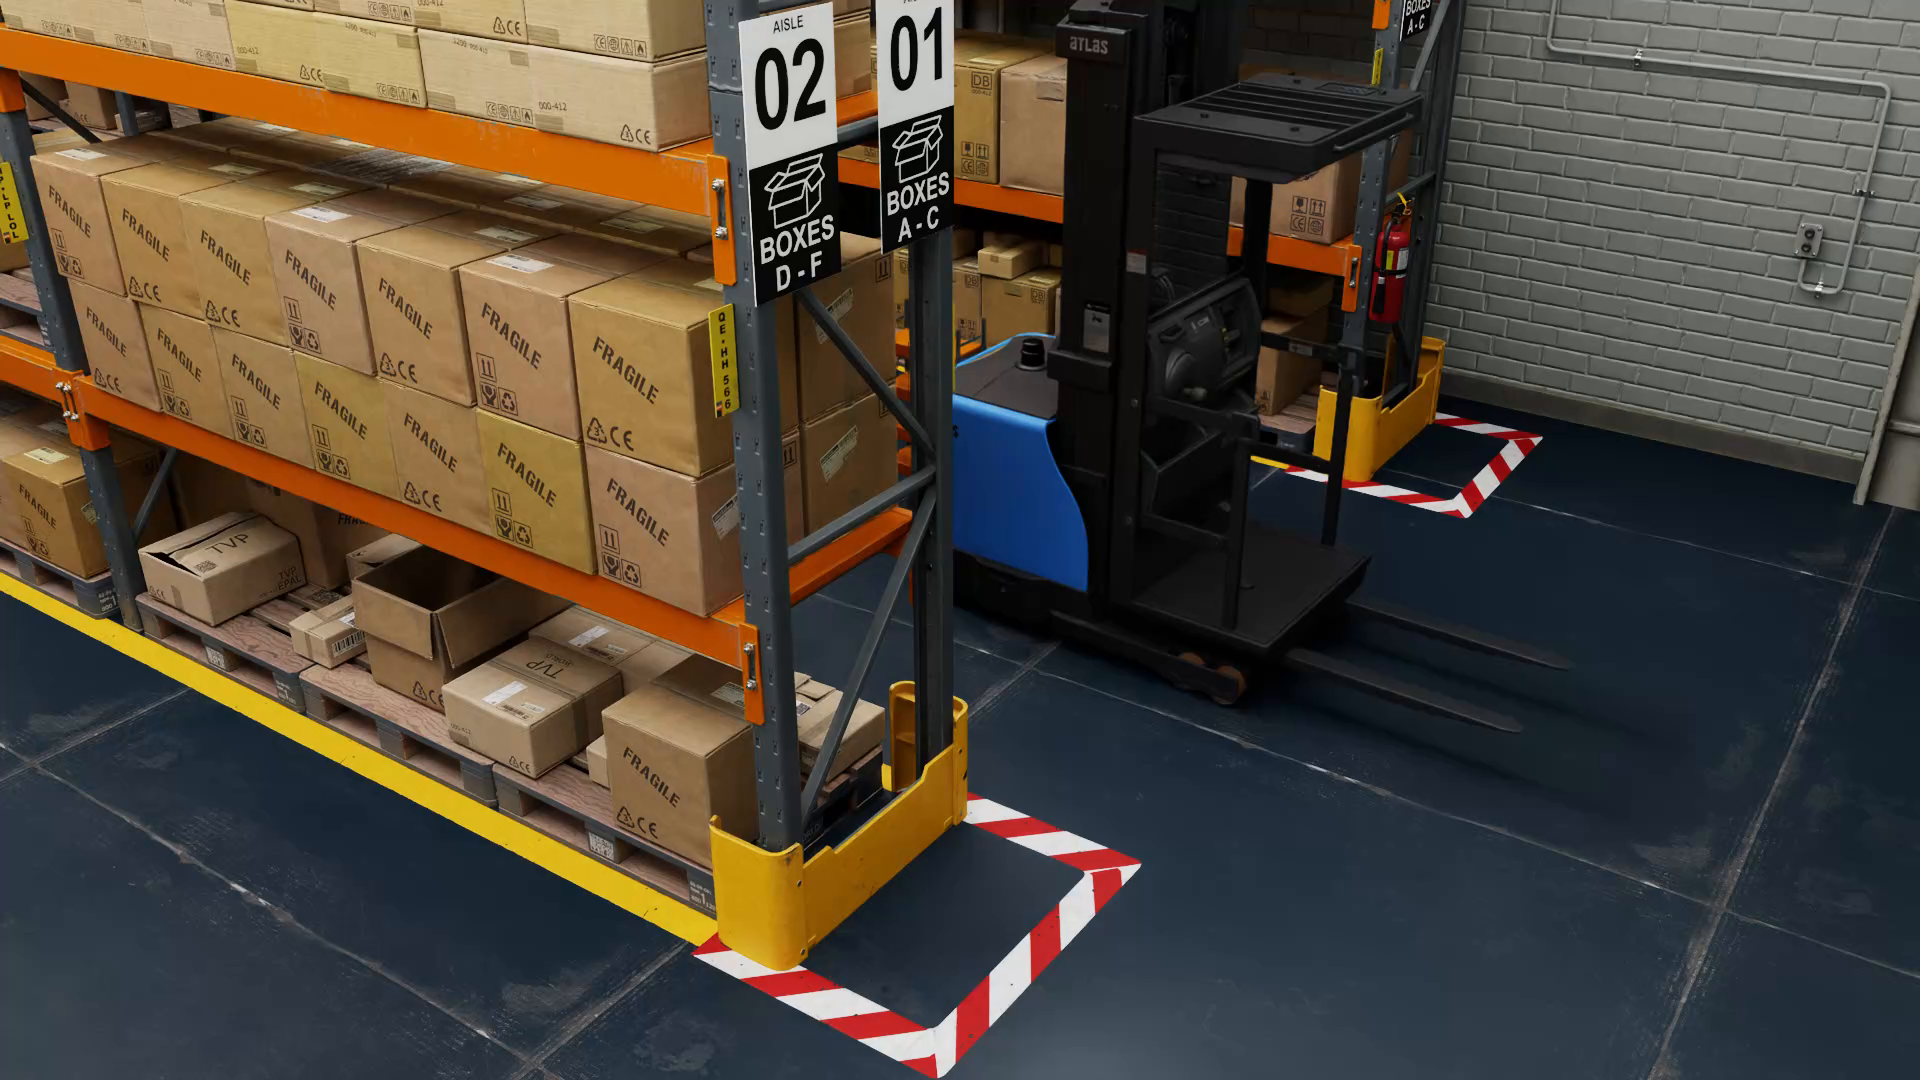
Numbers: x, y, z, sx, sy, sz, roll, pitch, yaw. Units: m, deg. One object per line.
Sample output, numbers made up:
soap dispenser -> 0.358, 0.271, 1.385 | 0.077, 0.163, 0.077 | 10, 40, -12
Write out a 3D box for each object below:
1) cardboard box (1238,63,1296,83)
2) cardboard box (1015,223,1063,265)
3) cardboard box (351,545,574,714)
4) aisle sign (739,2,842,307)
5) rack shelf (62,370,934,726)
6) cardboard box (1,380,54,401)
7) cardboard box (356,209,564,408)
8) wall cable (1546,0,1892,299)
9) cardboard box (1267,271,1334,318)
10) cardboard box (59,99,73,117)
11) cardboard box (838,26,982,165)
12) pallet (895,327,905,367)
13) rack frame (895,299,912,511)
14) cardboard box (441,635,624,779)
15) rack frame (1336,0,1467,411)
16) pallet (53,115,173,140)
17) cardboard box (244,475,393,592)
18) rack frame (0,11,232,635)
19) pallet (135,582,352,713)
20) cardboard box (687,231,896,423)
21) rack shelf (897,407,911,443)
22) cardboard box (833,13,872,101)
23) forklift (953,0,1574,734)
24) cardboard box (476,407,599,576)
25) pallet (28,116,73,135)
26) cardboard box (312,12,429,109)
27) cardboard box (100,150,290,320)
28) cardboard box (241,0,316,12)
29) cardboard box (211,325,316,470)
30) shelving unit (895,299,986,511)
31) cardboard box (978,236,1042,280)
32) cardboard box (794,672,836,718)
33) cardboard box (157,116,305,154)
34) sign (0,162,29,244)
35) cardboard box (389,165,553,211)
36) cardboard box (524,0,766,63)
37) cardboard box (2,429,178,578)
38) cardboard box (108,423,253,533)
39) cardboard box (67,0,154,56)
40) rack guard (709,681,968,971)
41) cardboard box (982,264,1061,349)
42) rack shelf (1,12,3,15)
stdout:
cardboard box -> 1.414, -2.362, 9.753 | 0.700, 0.700, 0.980 | 17, 32, 30
cardboard box -> 0.561, -1.921, 10.796 | 0.250, 0.149, 0.380 | 18, 32, 31
cardboard box -> -2.101, 0.305, 7.111 | 0.637, 0.503, 0.797 | 17, 32, 30
aisle sign -> -0.472, -1.092, 4.722 | 0.004, 0.787, 0.394 | 17, 32, 30
rack shelf -> -2.004, -0.258, 6.743 | 4.000, 0.370, 1.077 | 17, 32, 30
cardboard box -> -4.737, -0.981, 8.814 | 0.500, 0.250, 0.500 | 17, 32, 30
cardboard box -> -1.725, -0.828, 5.856 | 0.500, 0.500, 0.500 | 18, 32, 32
wall cable -> 4.038, -2.396, 9.030 | 1.851, 1.984, 0.084 | 17, 32, 30
cardboard box -> 2.029, -1.465, 9.900 | 0.250, 0.149, 0.380 | 18, 32, 31
cardboard box -> -8.752, -4.343, 16.635 | 0.250, 0.149, 0.380 | 15, 30, 26
cardboard box -> -0.413, -2.934, 10.876 | 0.700, 0.700, 0.980 | 18, 32, 31
pallet -> -0.268, -1.478, 11.422 | 1.213, 0.211, 1.003 | 17, 32, 30
rack frame -> -0.339, -0.657, 8.718 | 0.015, 1.200, 0.240 | 19, 32, 32
cardboard box -> -1.709, 0.661, 6.690 | 0.500, 0.250, 0.500 | 17, 32, 30
rack frame -> 2.447, -1.918, 9.212 | 0.127, 3.000, 1.000 | 17, 32, 30
pallet -> -8.019, -3.916, 16.212 | 1.213, 0.211, 1.003 | 17, 32, 30
cardboard box -> -3.022, -0.134, 7.977 | 0.500, 0.500, 0.500 | 17, 32, 30
rack frame -> -3.652, -1.092, 7.589 | 0.127, 3.000, 1.000 | 17, 32, 30
pallet -> -3.087, 0.327, 7.874 | 1.213, 0.211, 1.003 | 17, 32, 30
cardboard box -> -0.572, -0.768, 5.739 | 0.500, 0.500, 0.500 | 18, 32, 32
rack shelf -> -0.143, -0.531, 8.619 | 0.480, 0.148, 0.258 | 19, 32, 32
cardboard box -> -0.635, -1.562, 5.371 | 0.500, 0.250, 0.500 | 17, 32, 30
forklift -> 1.244, -0.856, 7.200 | 3.031, 2.935, 1.130 | 19, 32, 32
cardboard box -> -1.308, -0.255, 5.833 | 0.500, 0.500, 0.500 | 18, 32, 31
pallet -> -9.028, -4.229, 16.827 | 1.213, 0.211, 1.003 | 17, 32, 30
cardboard box -> -1.753, -1.625, 5.493 | 0.500, 0.250, 0.500 | 17, 32, 30
cardboard box -> -2.998, -1.224, 6.635 | 0.500, 0.500, 0.500 | 16, 31, 29
cardboard box -> -2.161, -1.979, 5.638 | 0.500, 0.250, 0.500 | 17, 32, 30
cardboard box -> -2.551, -0.645, 6.599 | 0.500, 0.500, 0.500 | 17, 32, 30
shelving unit -> -0.143, -0.591, 8.589 | 0.503, 1.200, 0.258 | 19, 32, 32
cardboard box -> 0.317, -1.787, 10.532 | 0.250, 0.149, 0.380 | 16, 31, 29
cardboard box -> -0.712, 0.701, 6.704 | 0.250, 0.166, 0.380 | 17, 32, 30
cardboard box -> -3.089, -1.549, 7.275 | 0.500, 0.500, 0.500 | 17, 32, 31
sign -> -3.963, -1.400, 6.917 | 0.005, 0.325, 0.100 | 17, 32, 30
cardboard box -> -1.836, -1.160, 6.509 | 0.500, 0.500, 0.500 | 17, 32, 30
cardboard box -> -0.923, -1.595, 4.883 | 0.500, 0.250, 0.500 | 17, 32, 30
cardboard box -> -4.221, -0.194, 8.095 | 0.500, 0.500, 0.500 | 17, 32, 30
cardboard box -> -3.913, -0.390, 8.479 | 0.500, 0.500, 0.500 | 16, 31, 28
cardboard box -> -2.982, -2.015, 6.260 | 0.500, 0.250, 0.500 | 17, 32, 30
rack guard -> -0.418, 1.029, 6.176 | 0.348, 0.500, 1.175 | 17, 32, 30
cardboard box -> 0.542, -1.525, 10.733 | 0.500, 0.500, 0.700 | 18, 32, 31
rack shelf -> -5.301, -2.622, 8.081 | 4.000, 0.370, 1.077 | 17, 32, 30
